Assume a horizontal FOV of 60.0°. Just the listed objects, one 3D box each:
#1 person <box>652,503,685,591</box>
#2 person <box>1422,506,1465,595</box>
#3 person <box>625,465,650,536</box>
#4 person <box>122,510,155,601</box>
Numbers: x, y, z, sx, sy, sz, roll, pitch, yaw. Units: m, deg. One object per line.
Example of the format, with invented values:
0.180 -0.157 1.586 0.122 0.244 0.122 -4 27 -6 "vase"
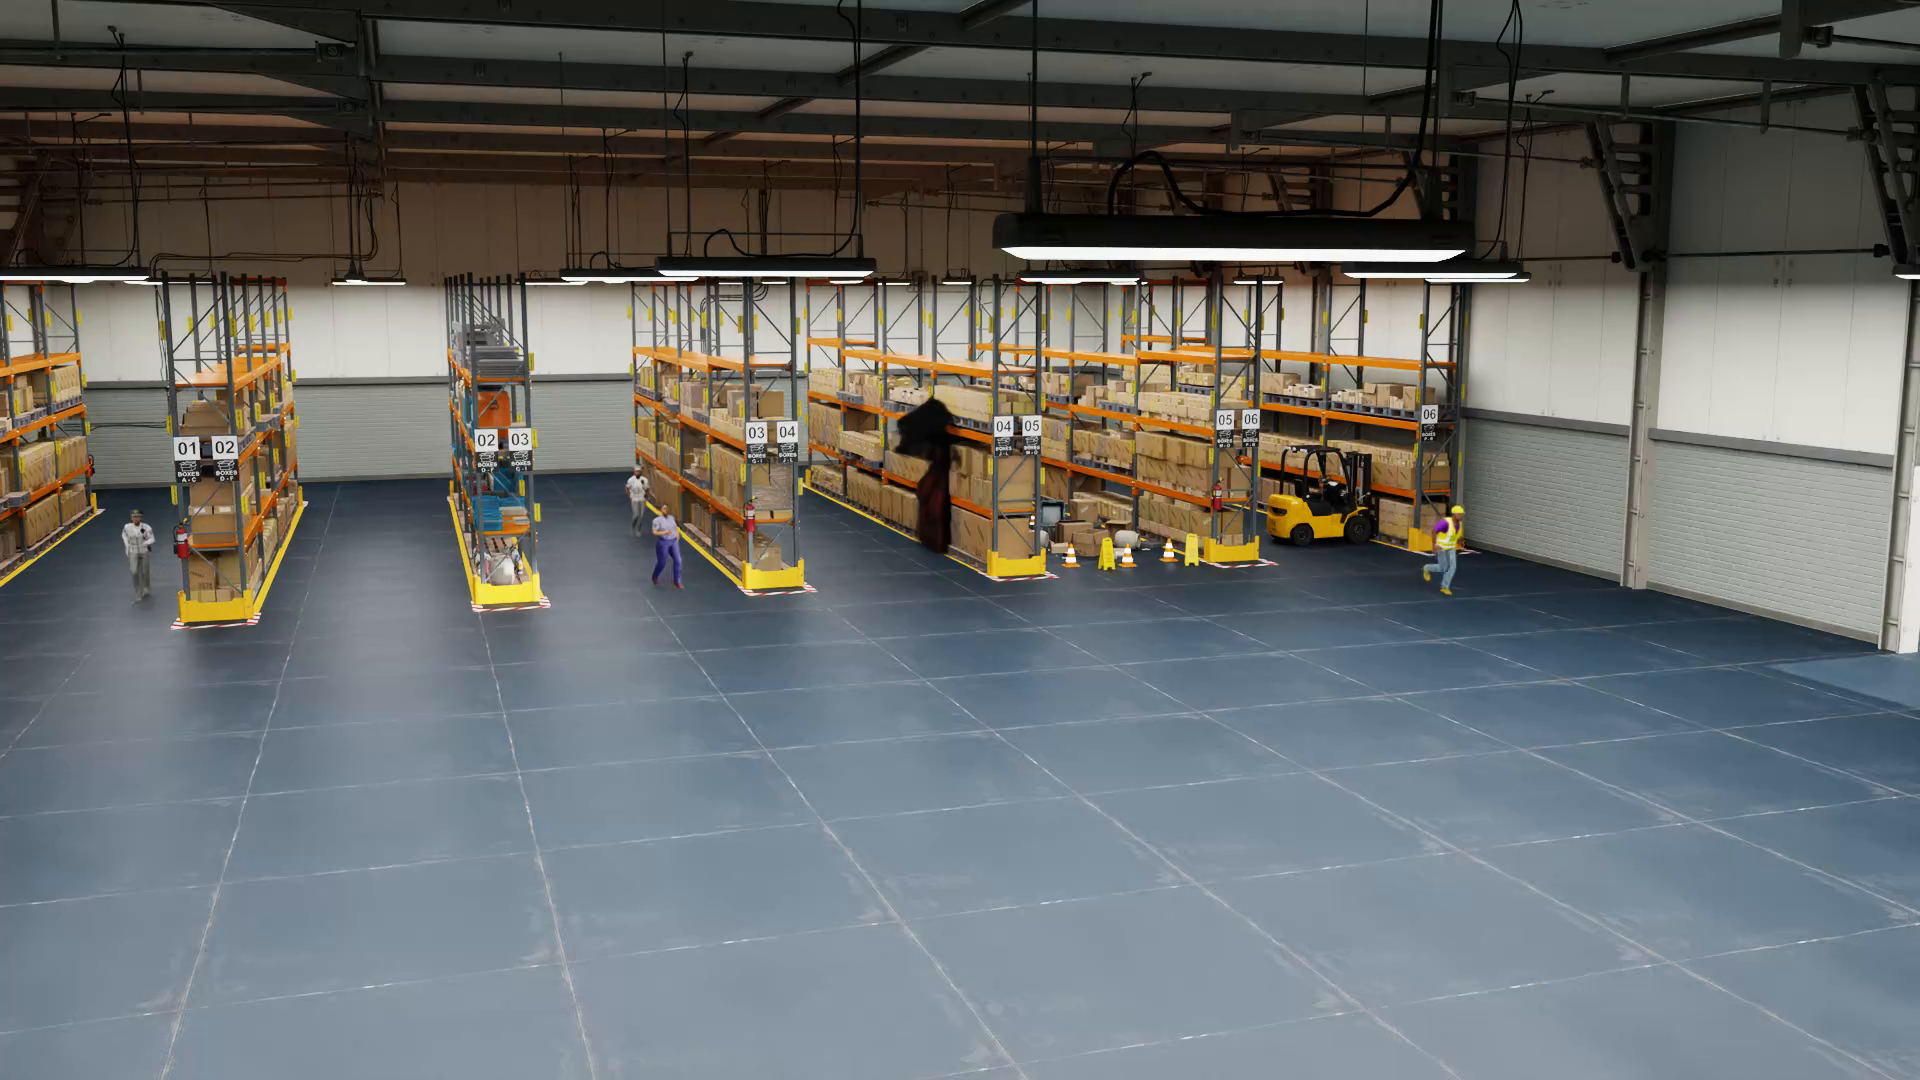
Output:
-5.614 0.126 31.907 0.607 1.673 0.883 -6 11 -35 "person"
9.184 0.166 31.540 0.699 1.698 0.896 -6 11 -36 "person"
-7.437 -0.906 38.532 0.561 1.667 0.573 -3 9 -18 "person"
-15.224 0.278 30.859 0.546 1.729 0.833 -4 9 -24 "person"
